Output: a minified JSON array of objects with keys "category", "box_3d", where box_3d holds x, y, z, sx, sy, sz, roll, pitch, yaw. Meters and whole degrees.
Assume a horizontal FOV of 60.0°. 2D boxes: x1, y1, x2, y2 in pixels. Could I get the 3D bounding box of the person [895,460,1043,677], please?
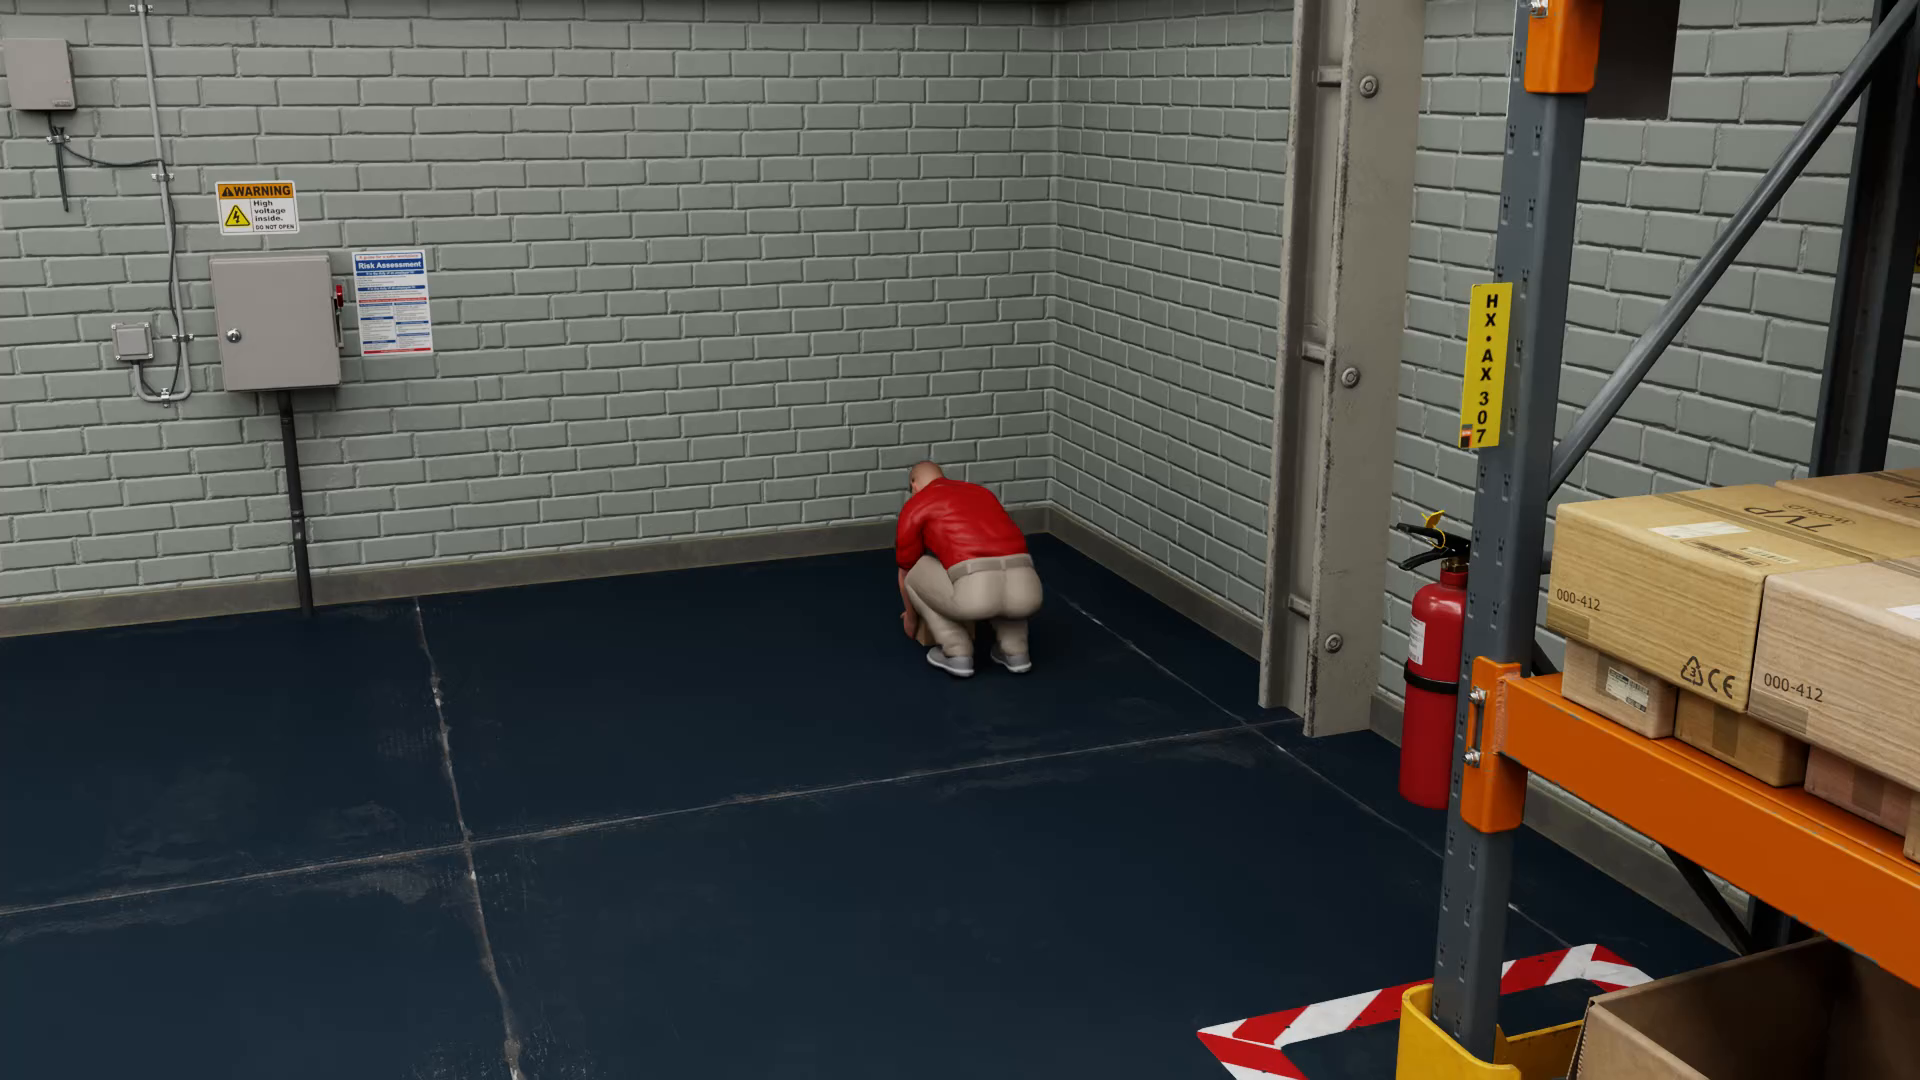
[{"category":"person","box_3d":[0.026,0.139,7.292,0.552,0.859,0.864,-6,17,-20]}]
